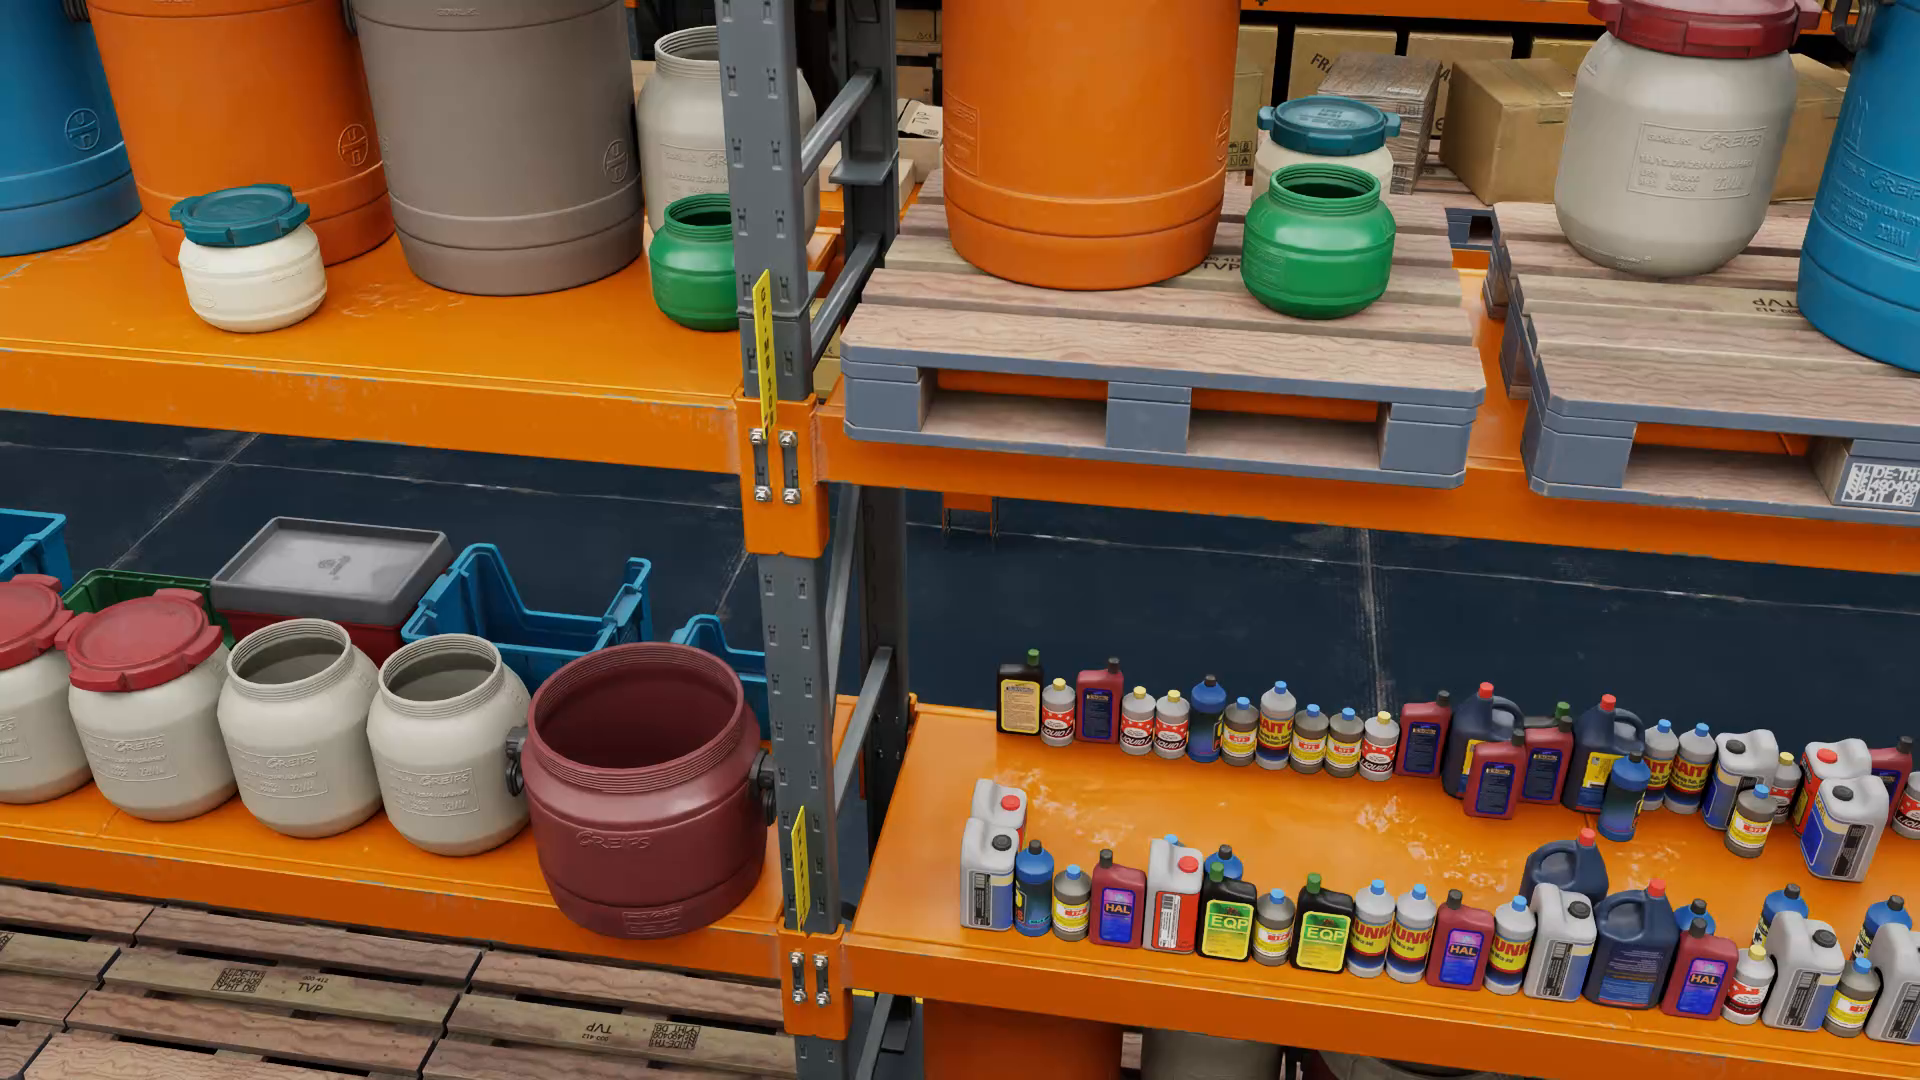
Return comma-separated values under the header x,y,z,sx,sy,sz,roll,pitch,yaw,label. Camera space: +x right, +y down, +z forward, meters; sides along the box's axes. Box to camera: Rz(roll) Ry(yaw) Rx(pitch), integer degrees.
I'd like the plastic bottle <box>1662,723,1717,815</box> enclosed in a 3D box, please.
x,y,z,sx,sy,sz,roll,pitch,yaw,label
2.003,0.618,4.556,0.097,0.271,0.097,0,32,0,plastic bottle

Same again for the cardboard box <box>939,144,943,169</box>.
x,y,z,sx,sy,sz,roll,pitch,yaw,label
0.190,-2.032,8.754,0.500,0.311,0.500,7,33,11,cardboard box

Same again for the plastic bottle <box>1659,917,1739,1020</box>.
x,y,z,sx,sy,sz,roll,pitch,yaw,label
1.750,1.009,3.921,0.133,0.283,0.061,5,32,8,plastic bottle

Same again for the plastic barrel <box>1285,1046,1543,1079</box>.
x,y,z,sx,sy,sz,roll,pitch,yaw,label
1.302,1.555,4.815,0.708,0.588,0.600,5,32,8,plastic barrel

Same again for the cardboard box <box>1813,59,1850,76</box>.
x,y,z,sx,sy,sz,roll,pitch,yaw,label
6.340,-3.396,12.197,0.250,0.149,0.380,6,33,10,cardboard box

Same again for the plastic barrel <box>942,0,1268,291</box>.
x,y,z,sx,sy,sz,roll,pitch,yaw,label
0.263,-1.004,3.399,0.708,0.830,0.600,5,32,8,plastic barrel

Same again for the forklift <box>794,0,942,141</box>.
x,y,z,sx,sy,sz,roll,pitch,yaw,label
-0.485,-2.984,10.255,3.031,2.935,1.130,5,32,8,forklift

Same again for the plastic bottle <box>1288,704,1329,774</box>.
x,y,z,sx,sy,sz,roll,pitch,yaw,label
0.992,0.556,4.721,0.097,0.201,0.097,0,32,0,plastic bottle

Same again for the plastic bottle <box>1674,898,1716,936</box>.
x,y,z,sx,sy,sz,roll,pitch,yaw,label
1.745,0.971,3.993,0.097,0.271,0.097,0,32,0,plastic bottle

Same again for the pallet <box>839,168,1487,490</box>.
x,y,z,sx,sy,sz,roll,pitch,yaw,label
0.441,-0.497,3.567,1.213,0.211,1.003,5,32,8,pallet

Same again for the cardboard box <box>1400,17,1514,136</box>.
x,y,z,sx,sy,sz,roll,pitch,yaw,label
3.774,-3.584,12.778,0.750,0.750,0.750,6,33,10,cardboard box

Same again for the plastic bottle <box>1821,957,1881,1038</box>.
x,y,z,sx,sy,sz,roll,pitch,yaw,label
2.095,1.065,3.909,0.097,0.201,0.097,0,32,0,plastic bottle

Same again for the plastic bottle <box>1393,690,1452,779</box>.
x,y,z,sx,sy,sz,roll,pitch,yaw,label
1.301,0.540,4.670,0.133,0.283,0.061,5,32,8,plastic bottle

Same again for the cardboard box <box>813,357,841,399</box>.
x,y,z,sx,sy,sz,roll,pitch,yaw,label
-0.528,-0.991,9.202,0.500,0.250,0.500,5,32,8,cardboard box

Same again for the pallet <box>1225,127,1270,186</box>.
x,y,z,sx,sy,sz,roll,pitch,yaw,label
1.221,-1.910,8.655,1.003,0.211,1.213,5,32,8,pallet

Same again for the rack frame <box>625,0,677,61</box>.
x,y,z,sx,sy,sz,roll,pitch,yaw,label
-2.572,-4.963,13.352,0.127,3.000,1.000,5,32,8,rack frame

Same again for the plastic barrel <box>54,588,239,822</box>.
x,y,z,sx,sy,sz,roll,pitch,yaw,label
-2.183,0.465,4.552,0.433,0.535,0.433,0,32,0,plastic barrel

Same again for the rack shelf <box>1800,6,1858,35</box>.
x,y,z,sx,sy,sz,roll,pitch,yaw,label
7.285,-3.766,12.117,4.000,0.370,1.077,5,32,8,rack shelf

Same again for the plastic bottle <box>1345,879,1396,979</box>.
x,y,z,sx,sy,sz,roll,pitch,yaw,label
1.001,0.936,4.049,0.097,0.271,0.097,0,32,0,plastic bottle

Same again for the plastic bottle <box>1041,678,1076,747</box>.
x,y,z,sx,sy,sz,roll,pitch,yaw,label
0.285,0.492,4.823,0.097,0.201,0.097,0,32,0,plastic bottle

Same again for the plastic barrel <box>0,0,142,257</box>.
x,y,z,sx,sy,sz,roll,pitch,yaw,label
-2.412,-1.217,4.067,0.708,0.901,0.600,5,32,8,plastic barrel

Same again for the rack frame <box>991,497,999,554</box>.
x,y,z,sx,sy,sz,roll,pitch,yaw,label
0.173,-0.429,7.946,0.008,1.050,0.200,5,32,8,rack frame

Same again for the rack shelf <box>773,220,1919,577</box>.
x,y,z,sx,sy,sz,roll,pitch,yaw,label
1.675,-0.213,3.613,4.000,0.370,1.077,5,32,8,rack shelf

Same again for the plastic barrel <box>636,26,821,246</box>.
x,y,z,sx,sy,sz,roll,pitch,yaw,label
-0.551,-0.931,3.978,0.421,0.512,0.421,0,32,0,plastic barrel

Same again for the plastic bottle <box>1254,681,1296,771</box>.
x,y,z,sx,sy,sz,roll,pitch,yaw,label
0.896,0.518,4.716,0.097,0.271,0.097,0,32,0,plastic bottle

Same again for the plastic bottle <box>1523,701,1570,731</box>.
x,y,z,sx,sy,sz,roll,pitch,yaw,label
1.615,0.568,4.625,0.133,0.283,0.061,5,32,8,plastic bottle

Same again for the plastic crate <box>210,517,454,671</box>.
x,y,z,sx,sy,sz,roll,pitch,yaw,label
-1.838,0.244,4.973,0.583,0.464,0.402,5,32,8,plastic crate

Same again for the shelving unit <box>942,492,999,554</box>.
x,y,z,sx,sy,sz,roll,pitch,yaw,label
0.053,-0.440,7.964,0.252,1.050,0.215,5,32,8,shelving unit

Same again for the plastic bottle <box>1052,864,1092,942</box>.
x,y,z,sx,sy,sz,roll,pitch,yaw,label
0.282,0.901,4.171,0.097,0.201,0.097,0,32,0,plastic bottle

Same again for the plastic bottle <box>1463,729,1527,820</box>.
x,y,z,sx,sy,sz,roll,pitch,yaw,label
1.459,0.632,4.524,0.133,0.283,0.061,5,32,8,plastic bottle

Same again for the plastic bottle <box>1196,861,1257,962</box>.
x,y,z,sx,sy,sz,roll,pitch,yaw,label
0.656,0.910,4.080,0.133,0.283,0.061,5,32,8,plastic bottle

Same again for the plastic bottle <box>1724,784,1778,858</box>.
x,y,z,sx,sy,sz,roll,pitch,yaw,label
2.111,0.740,4.428,0.097,0.201,0.097,0,32,0,plastic bottle

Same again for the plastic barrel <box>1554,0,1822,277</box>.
x,y,z,sx,sy,sz,roll,pitch,yaw,label
1.477,-0.852,3.433,0.433,0.535,0.433,0,32,0,plastic barrel

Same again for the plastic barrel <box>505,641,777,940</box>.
x,y,z,sx,sy,sz,roll,pitch,yaw,label
-0.805,0.635,4.281,0.708,0.536,0.600,5,32,8,plastic barrel

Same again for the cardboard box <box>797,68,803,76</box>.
x,y,z,sx,sy,sz,roll,pitch,yaw,label
-1.116,-2.199,8.841,0.500,0.500,0.500,3,32,6,cardboard box

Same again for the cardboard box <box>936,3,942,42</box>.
x,y,z,sx,sy,sz,roll,pitch,yaw,label
0.101,-4.172,13.322,0.500,0.250,0.500,6,33,9,cardboard box

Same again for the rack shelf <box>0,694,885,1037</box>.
x,y,z,sx,sy,sz,roll,pitch,yaw,label
-2.268,0.702,4.980,4.000,0.370,1.077,5,32,8,rack shelf

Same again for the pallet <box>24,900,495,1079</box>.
x,y,z,sx,sy,sz,roll,pitch,yaw,label
-2.252,1.558,5.562,1.213,0.211,1.003,5,32,8,pallet

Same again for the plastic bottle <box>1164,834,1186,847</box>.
x,y,z,sx,sy,sz,roll,pitch,yaw,label
0.535,0.842,4.265,0.097,0.201,0.097,0,32,0,plastic bottle

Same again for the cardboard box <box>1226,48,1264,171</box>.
x,y,z,sx,sy,sz,roll,pitch,yaw,label
1.181,-2.238,8.508,0.500,0.500,0.700,-5,32,-8,cardboard box

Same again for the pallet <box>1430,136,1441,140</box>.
x,y,z,sx,sy,sz,roll,pitch,yaw,label
3.334,-3.204,13.170,1.213,0.211,1.003,5,32,8,pallet

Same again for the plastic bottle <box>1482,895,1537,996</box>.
x,y,z,sx,sy,sz,roll,pitch,yaw,label
1.324,0.965,4.002,0.097,0.271,0.097,0,32,0,plastic bottle

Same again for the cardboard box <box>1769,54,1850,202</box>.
x,y,z,sx,sy,sz,roll,pitch,yaw,label
4.054,-2.038,8.188,0.500,0.500,0.700,-5,32,-8,cardboard box

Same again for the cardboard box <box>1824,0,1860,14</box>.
x,y,z,sx,sy,sz,roll,pitch,yaw,label
6.564,-4.251,11.932,0.700,0.700,0.980,4,32,7,cardboard box

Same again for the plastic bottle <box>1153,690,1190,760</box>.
x,y,z,sx,sy,sz,roll,pitch,yaw,label
0.608,0.522,4.777,0.097,0.201,0.097,0,32,0,plastic bottle
